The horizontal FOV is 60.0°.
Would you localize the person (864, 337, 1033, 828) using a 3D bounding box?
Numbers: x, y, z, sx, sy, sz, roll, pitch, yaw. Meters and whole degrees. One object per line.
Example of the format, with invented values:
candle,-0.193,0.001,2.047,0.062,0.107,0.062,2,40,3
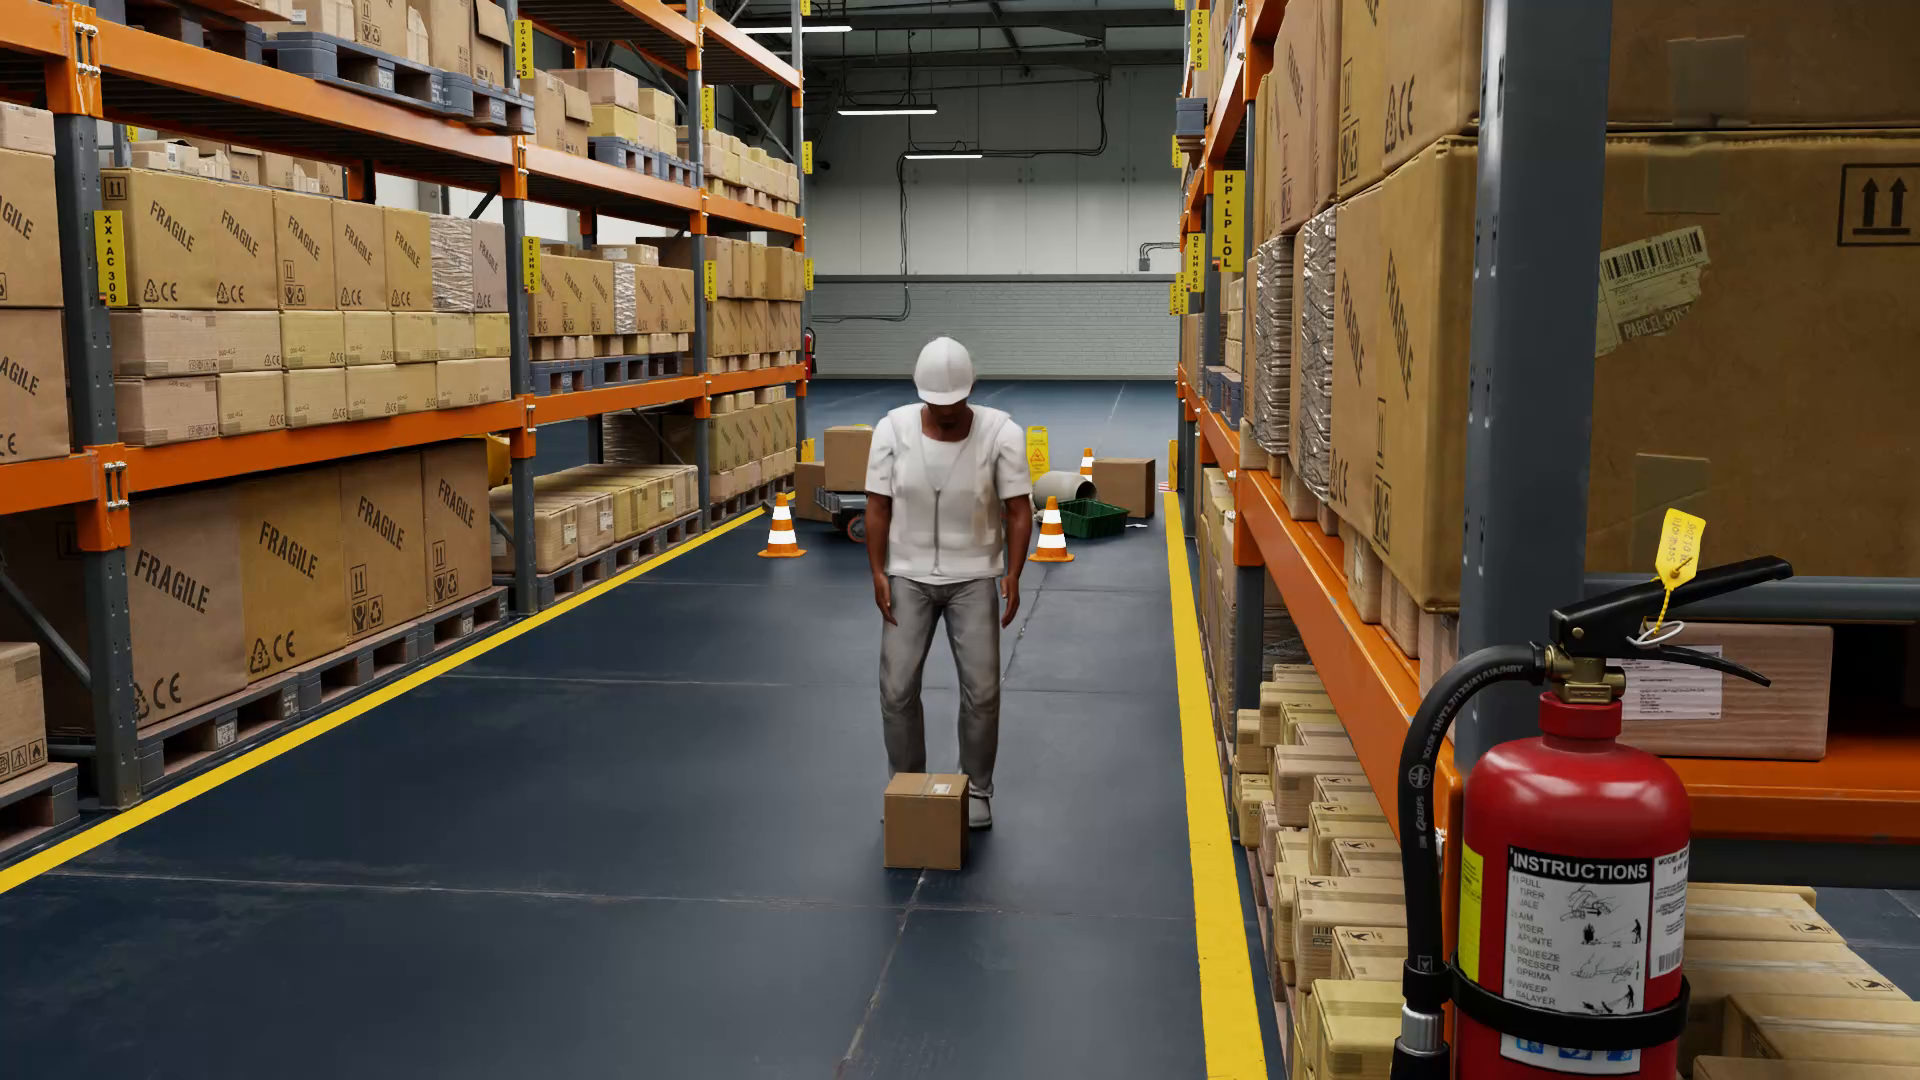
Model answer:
person,-0.043,0.148,5.814,0.595,1.707,0.472,1,8,8
